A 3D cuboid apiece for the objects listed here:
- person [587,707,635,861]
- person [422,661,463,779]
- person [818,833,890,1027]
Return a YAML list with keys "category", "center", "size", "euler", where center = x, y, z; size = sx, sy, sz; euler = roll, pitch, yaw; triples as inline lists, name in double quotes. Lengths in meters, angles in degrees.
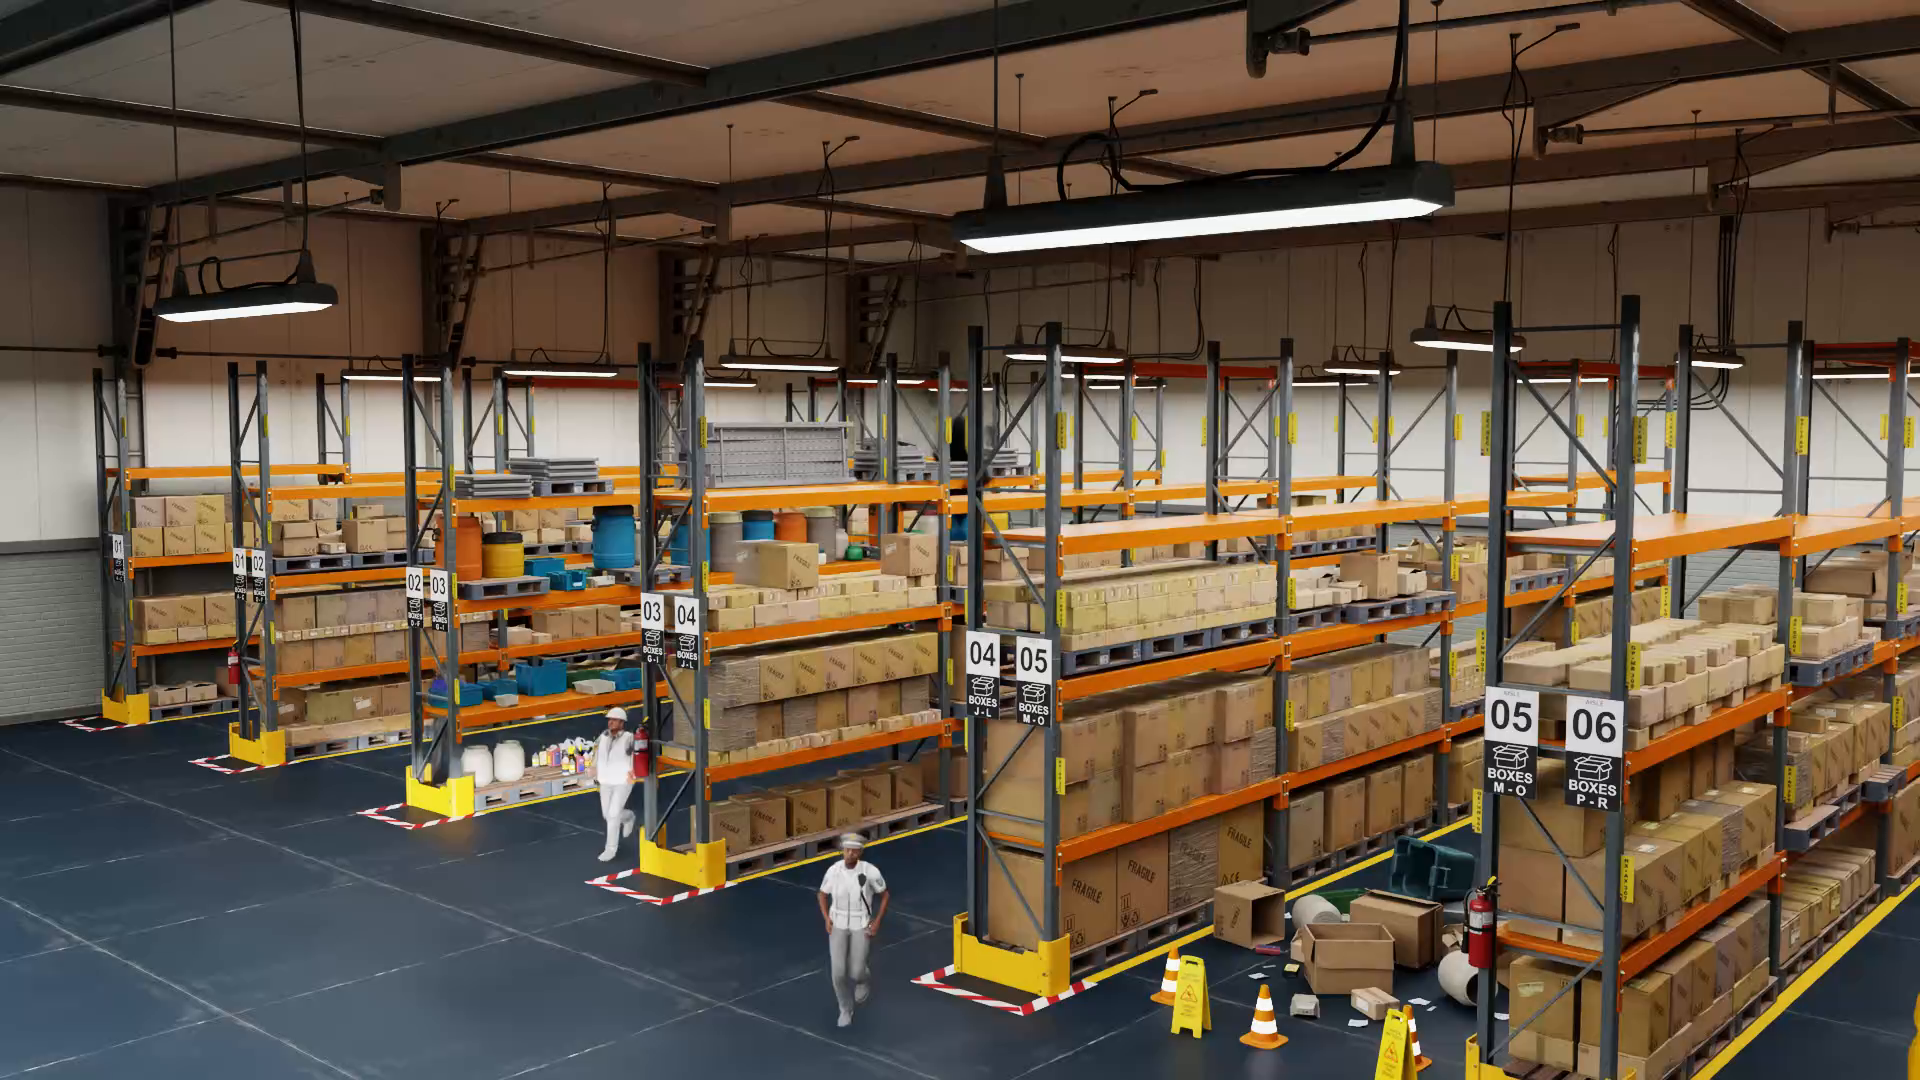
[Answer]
- category: "person"
  center: [-4.047, 2.853, 19.696]
  size: [0.664, 1.758, 0.845]
  euler: [2, 5, 22]
- category: "person"
  center: [-7.388, 2.569, 23.761]
  size: [0.576, 1.675, 0.853]
  euler: [4, 6, 40]
- category: "person"
  center: [-0.914, 3.315, 14.282]
  size: [0.615, 1.675, 0.598]
  euler: [0, 4, 6]
